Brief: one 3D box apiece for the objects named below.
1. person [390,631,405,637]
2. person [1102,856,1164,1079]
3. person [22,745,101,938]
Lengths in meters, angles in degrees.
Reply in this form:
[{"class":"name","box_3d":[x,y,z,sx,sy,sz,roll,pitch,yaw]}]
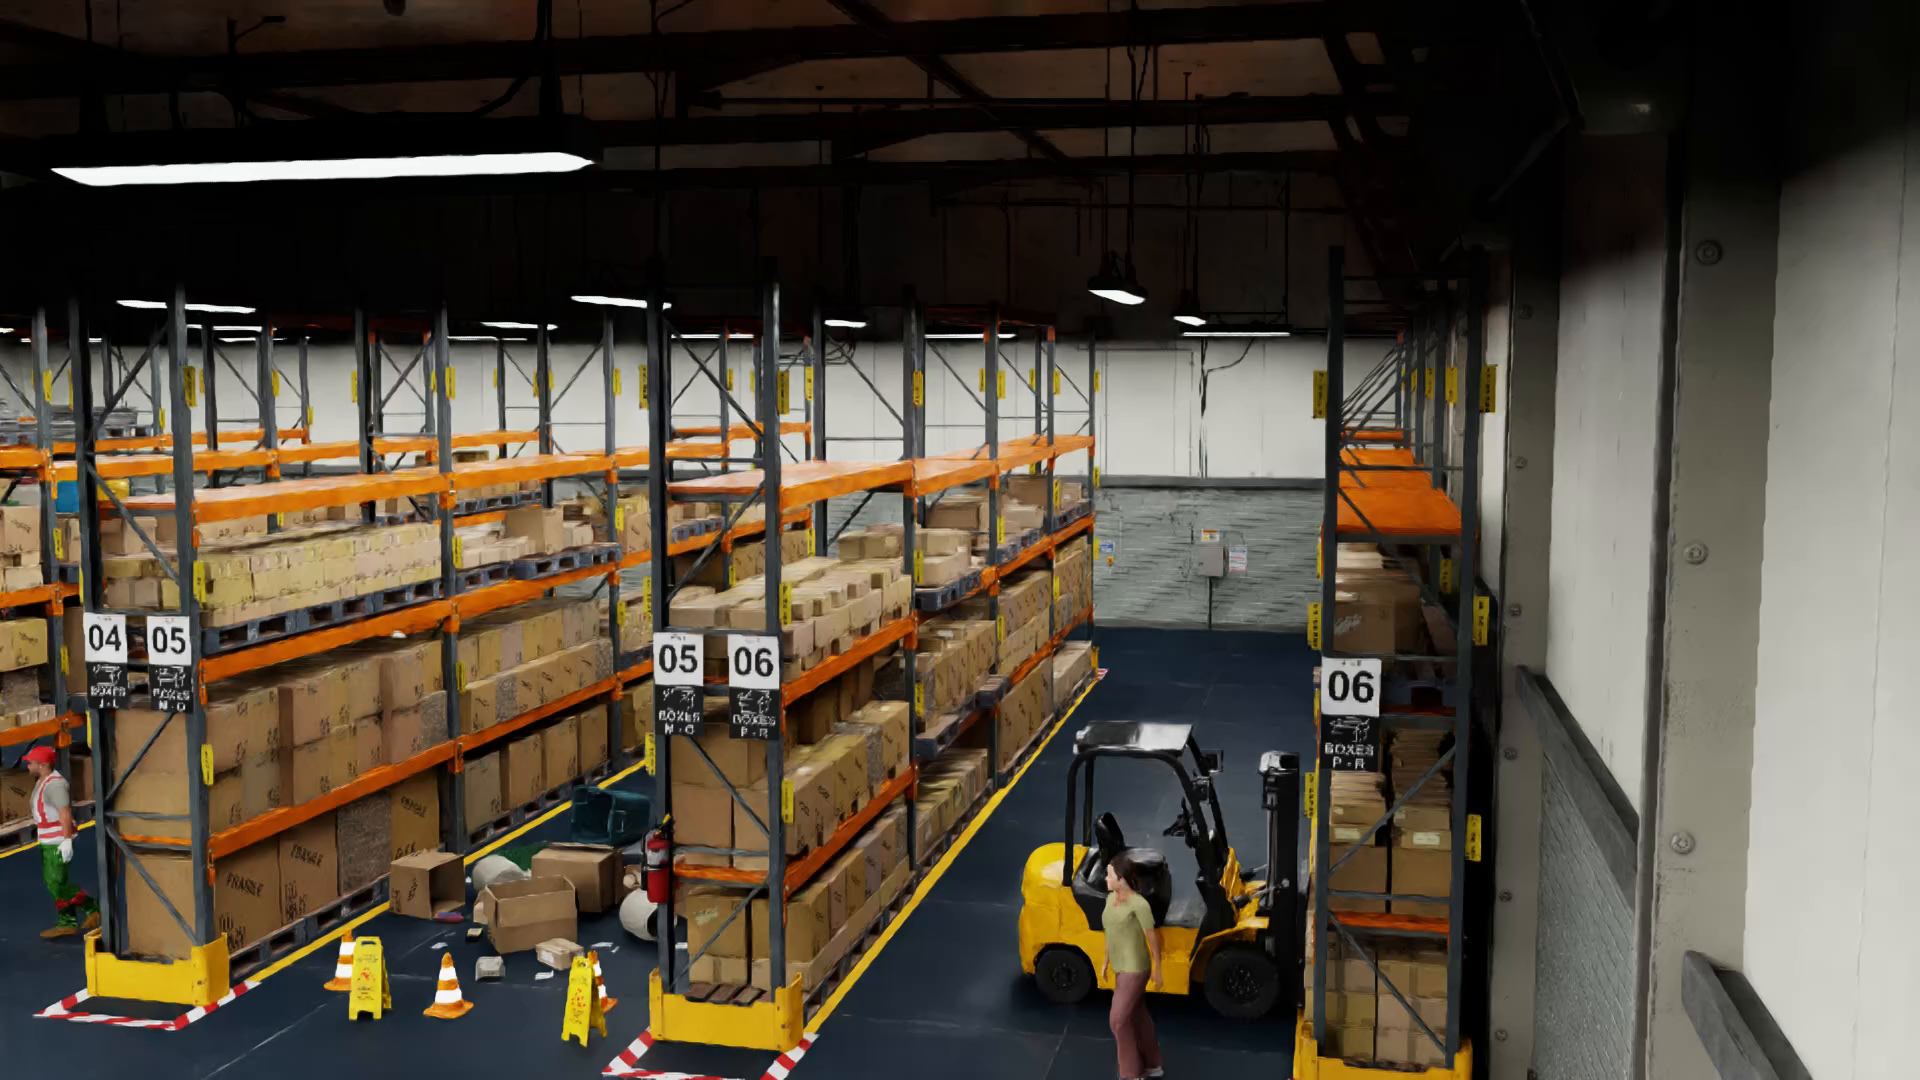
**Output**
[{"class":"person","box_3d":[-7.503,2.051,22.437,0.734,1.697,0.856,2,6,18]},{"class":"person","box_3d":[1.255,3.123,12.046,0.491,1.673,0.568,-3,6,-24]},{"class":"person","box_3d":[-8.209,2.747,15.236,0.576,1.779,0.589,-5,8,-41]}]
